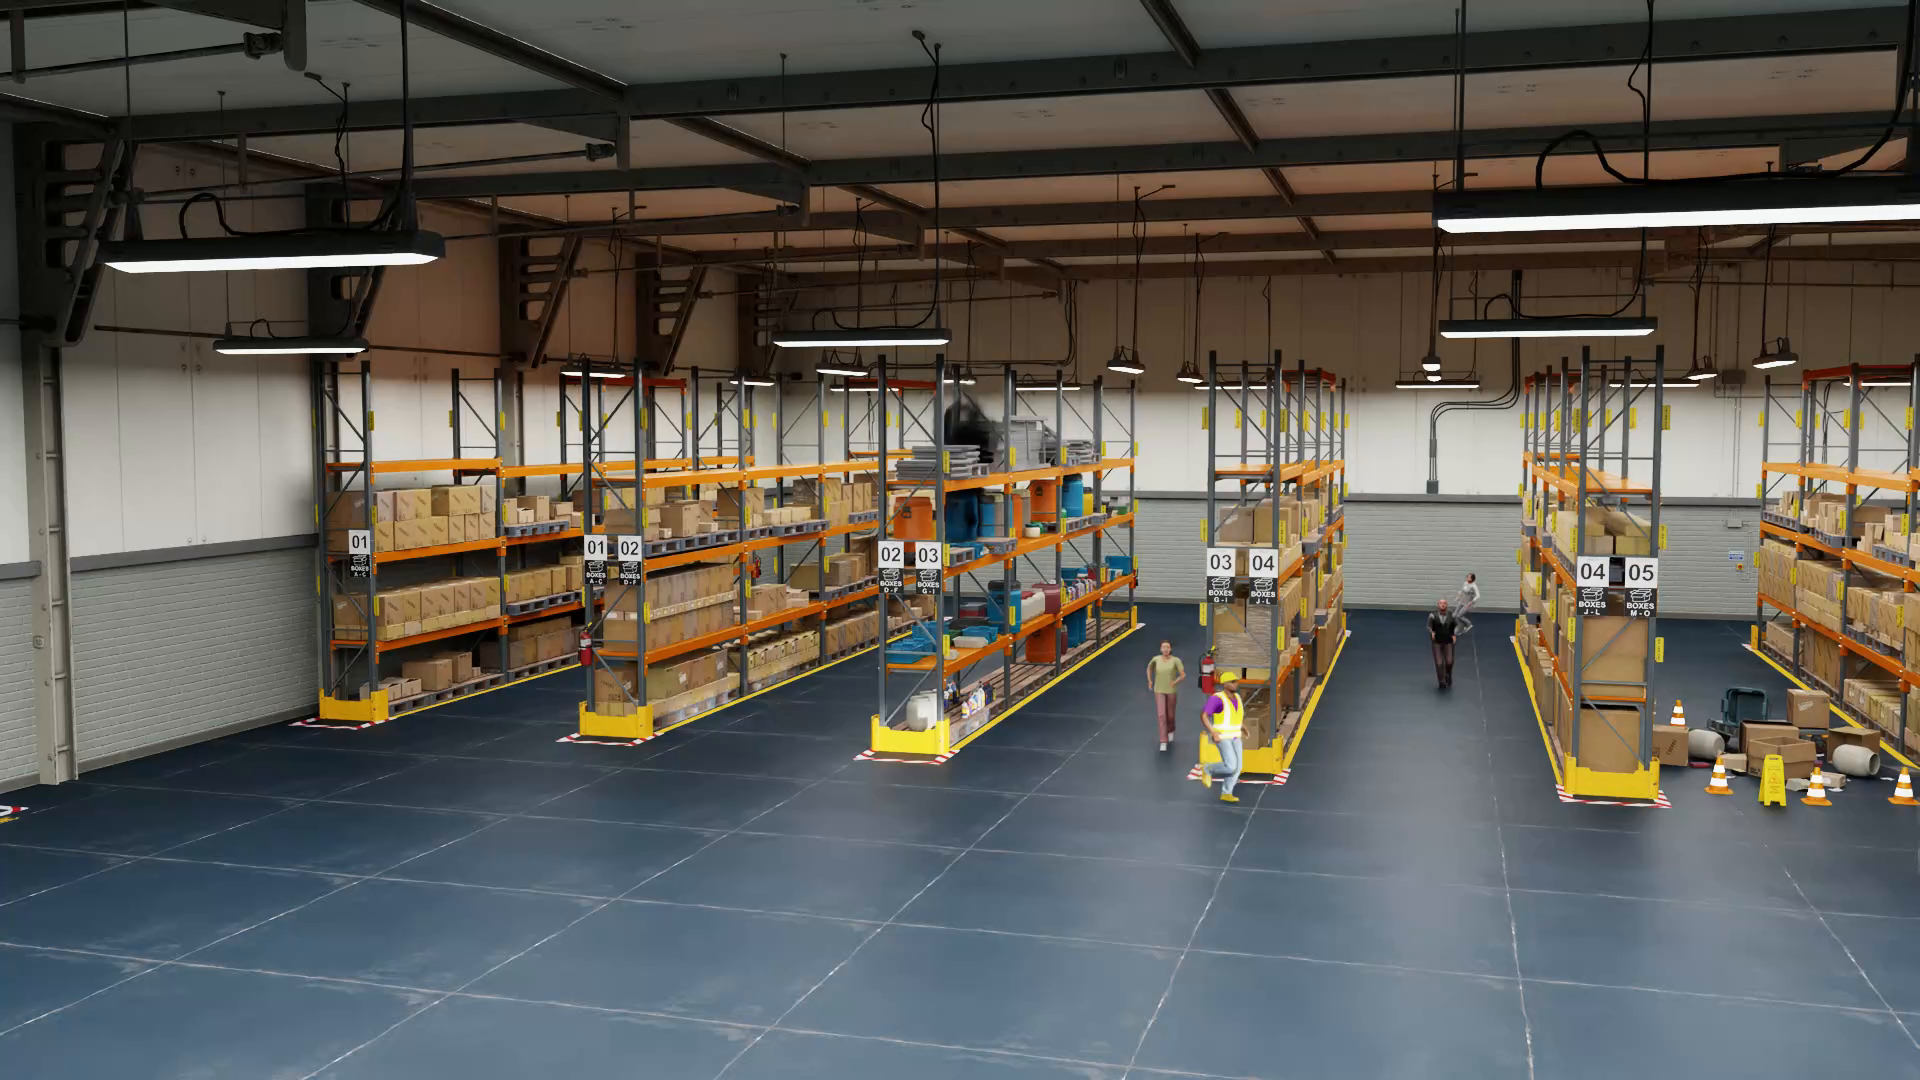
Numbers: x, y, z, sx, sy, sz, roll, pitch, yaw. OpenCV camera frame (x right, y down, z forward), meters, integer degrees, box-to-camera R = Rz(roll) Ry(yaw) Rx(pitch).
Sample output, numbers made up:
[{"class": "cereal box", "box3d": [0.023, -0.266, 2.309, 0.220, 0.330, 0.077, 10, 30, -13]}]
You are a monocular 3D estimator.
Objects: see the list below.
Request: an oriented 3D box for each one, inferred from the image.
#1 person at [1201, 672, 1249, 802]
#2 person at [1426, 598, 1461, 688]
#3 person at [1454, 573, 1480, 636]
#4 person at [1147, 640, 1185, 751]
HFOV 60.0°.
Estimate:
[{"class": "person", "box3d": [3.506, 2.591, 22.008, 0.708, 1.709, 0.602, -3, 5, -39]}, {"class": "person", "box3d": [9.029, 1.935, 31.075, 0.635, 1.676, 0.564, 1, 4, 16]}, {"class": "person", "box3d": [11.729, 1.515, 38.589, 0.481, 1.505, 0.636, -2, 4, -20]}, {"class": "person", "box3d": [3.152, 2.345, 25.481, 0.597, 1.659, 0.836, 1, 4, 9]}]
